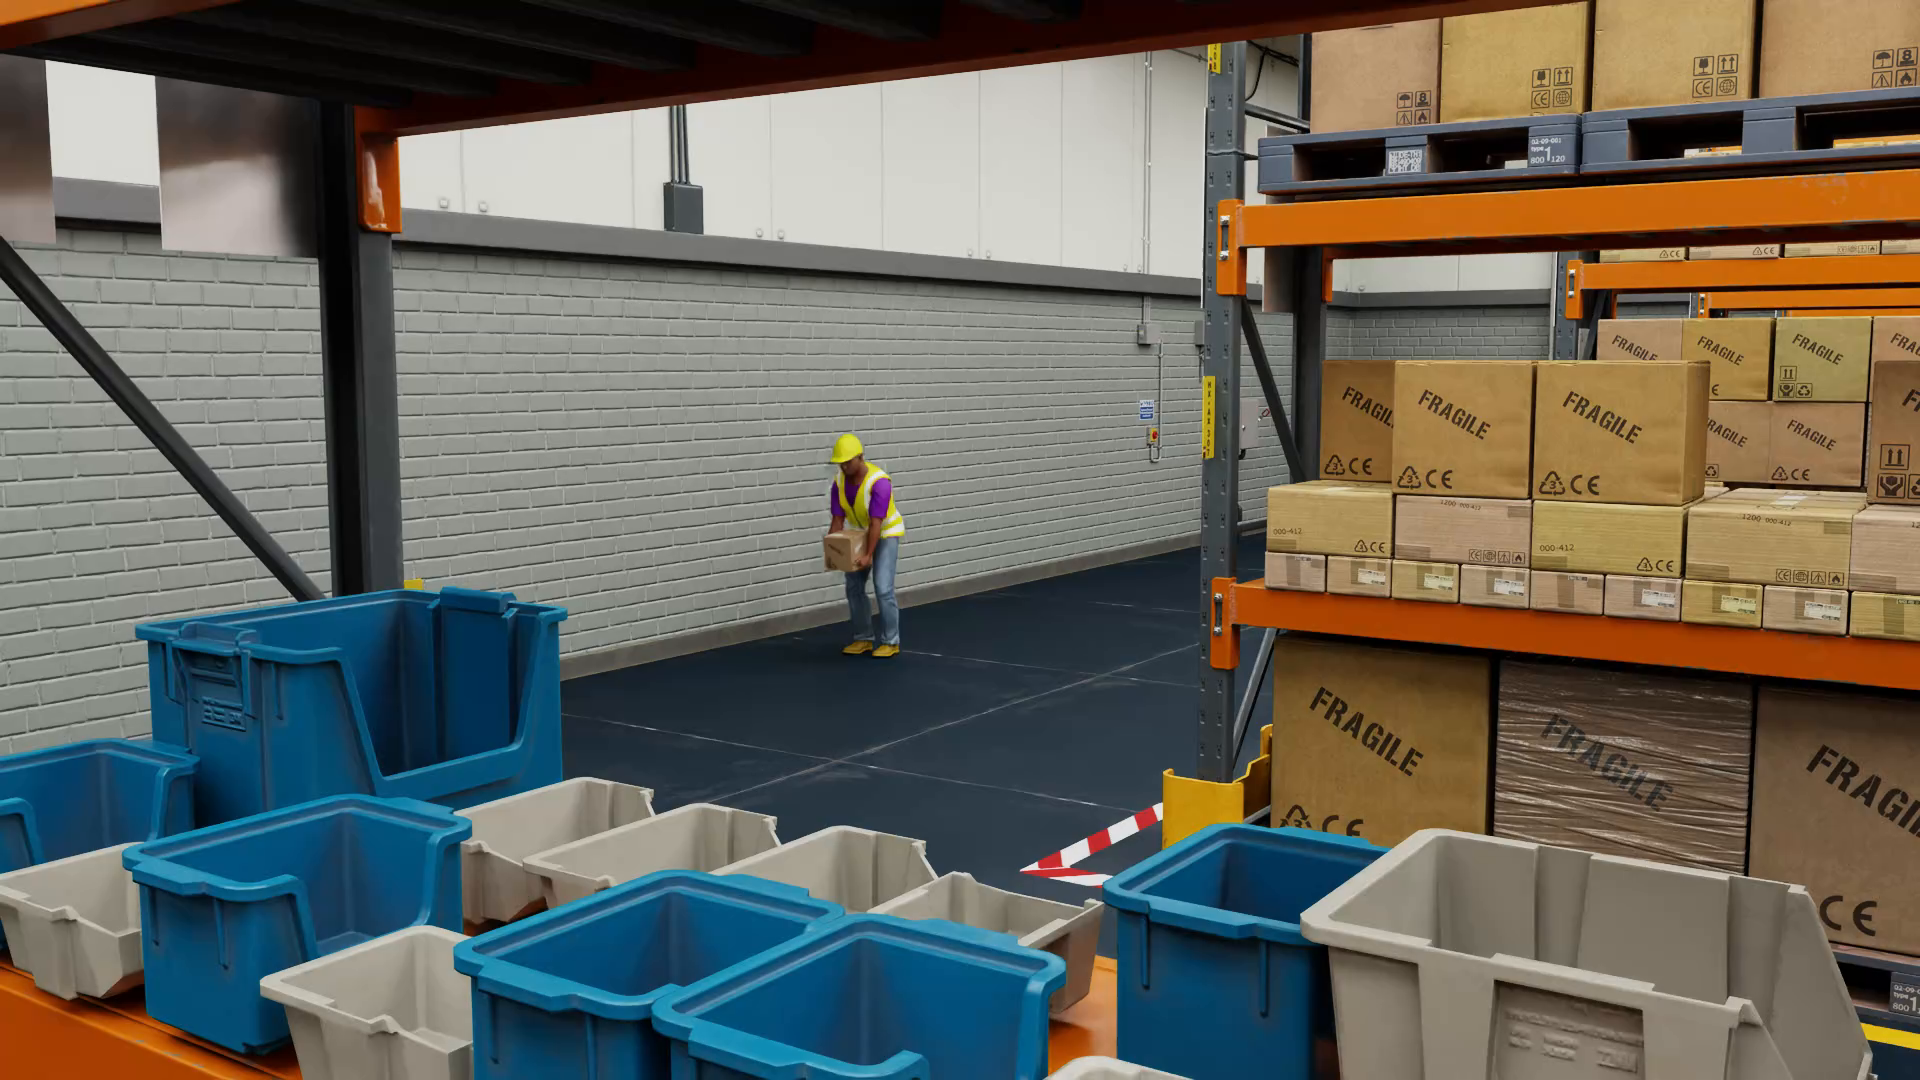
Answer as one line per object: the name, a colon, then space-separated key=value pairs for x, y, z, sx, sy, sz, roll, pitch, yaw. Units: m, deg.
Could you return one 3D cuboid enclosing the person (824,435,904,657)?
person: x=-0.710 y=0.043 z=12.271 sx=0.483 sy=1.657 sz=0.693 roll=4 pitch=7 yaw=32
